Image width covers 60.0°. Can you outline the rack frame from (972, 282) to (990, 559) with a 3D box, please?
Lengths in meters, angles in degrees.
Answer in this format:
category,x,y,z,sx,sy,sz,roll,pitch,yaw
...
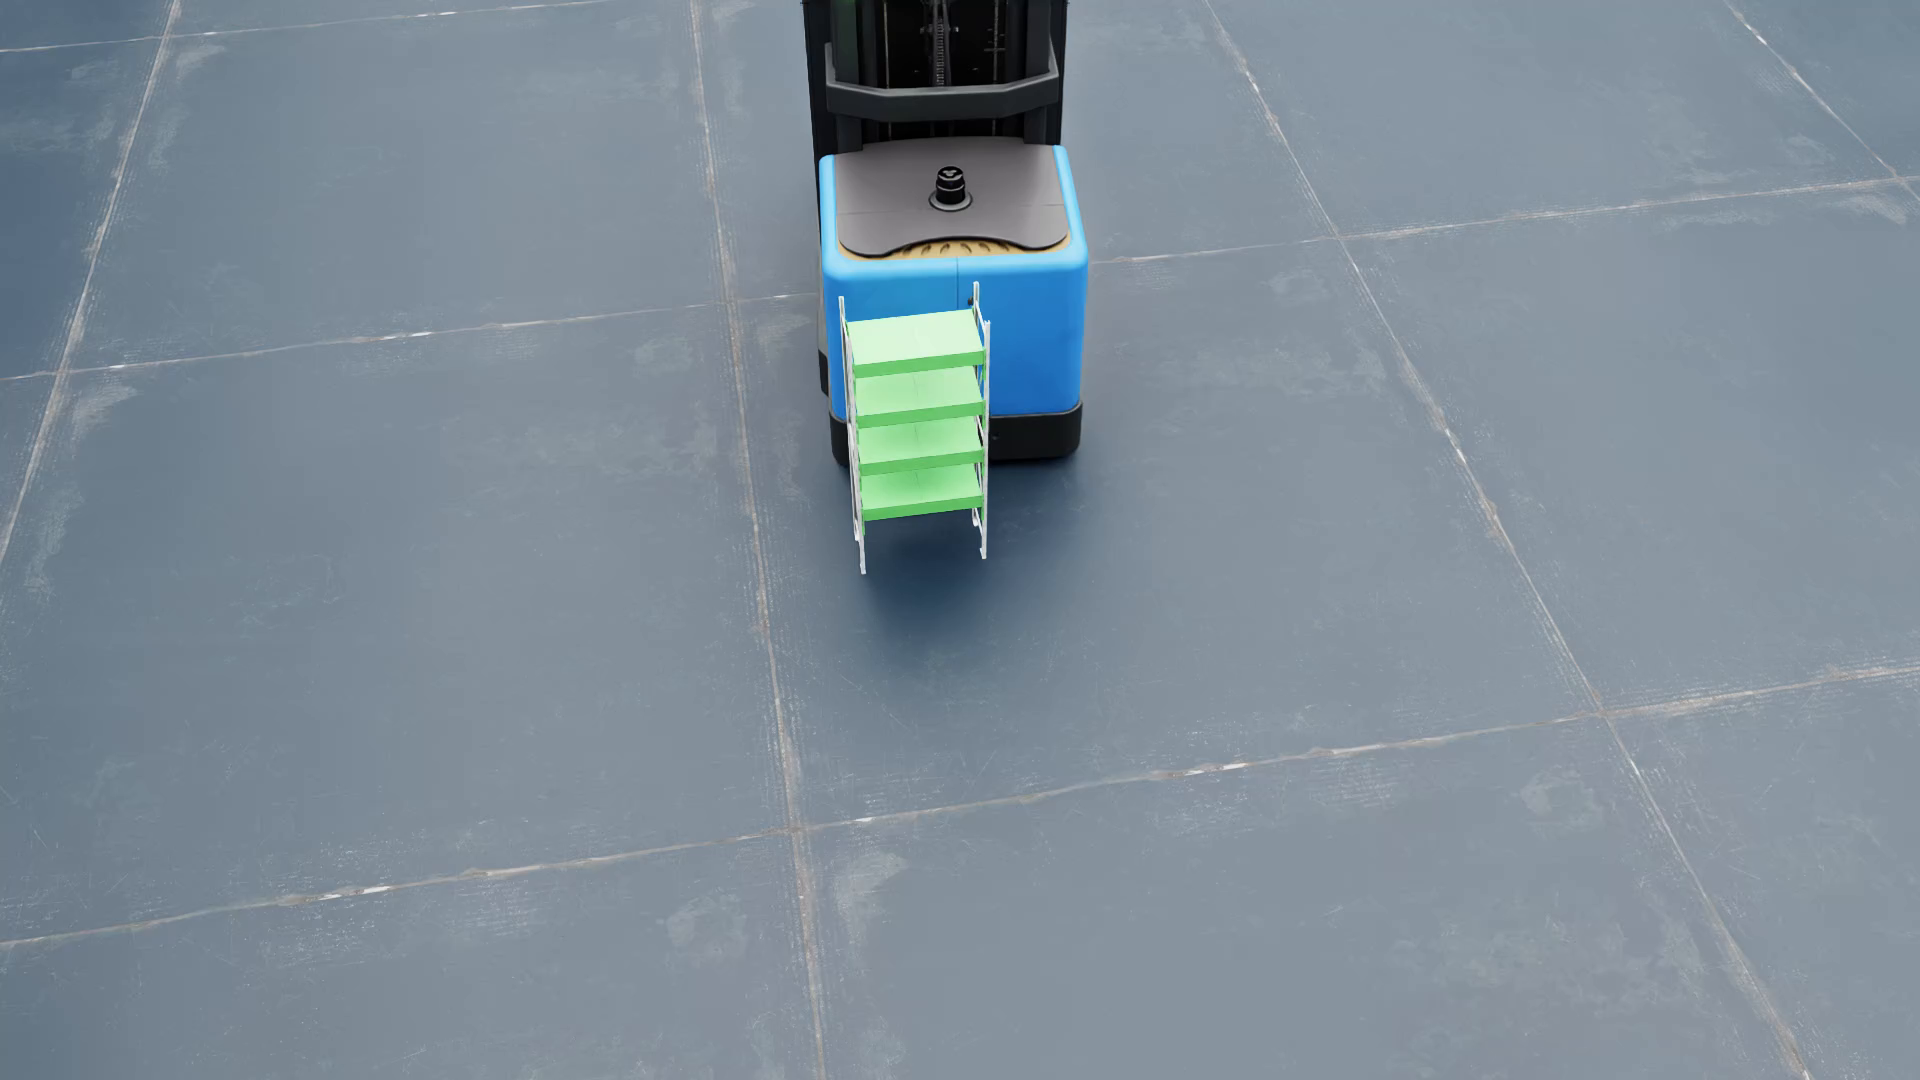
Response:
category,x,y,z,sx,sy,sz,roll,pitch,yaw
rack frame,0.077,-0.426,6.327,0.015,1.200,0.240,-7,46,-7

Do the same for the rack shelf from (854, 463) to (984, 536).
category,x,y,z,sx,sy,sz,roll,pitch,yaw
rack shelf,-0.163,-0.185,6.517,0.480,0.148,0.258,-7,46,-7

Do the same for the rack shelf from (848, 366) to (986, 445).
category,x,y,z,sx,sy,sz,roll,pitch,yaw
rack shelf,-0.163,-0.518,6.172,0.480,0.148,0.258,-7,46,-7

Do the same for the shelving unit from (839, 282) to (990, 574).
category,x,y,z,sx,sy,sz,roll,pitch,yaw
shelving unit,-0.163,-0.396,6.298,0.503,1.200,0.258,-7,46,-7

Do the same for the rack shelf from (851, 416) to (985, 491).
category,x,y,z,sx,sy,sz,roll,pitch,yaw
rack shelf,-0.163,-0.352,6.344,0.480,0.148,0.258,-7,46,-7

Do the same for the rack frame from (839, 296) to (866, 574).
category,x,y,z,sx,sy,sz,roll,pitch,yaw
rack frame,-0.404,-0.366,6.269,0.015,1.200,0.240,-7,46,-7

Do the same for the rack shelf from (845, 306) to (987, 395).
category,x,y,z,sx,sy,sz,roll,pitch,yaw
rack shelf,-0.163,-0.685,5.999,0.480,0.148,0.258,-7,46,-7

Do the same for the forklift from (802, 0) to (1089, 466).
category,x,y,z,sx,sy,sz,roll,pitch,yaw
forklift,-0.121,-2.380,7.008,1.130,2.935,3.031,-3,46,-3
